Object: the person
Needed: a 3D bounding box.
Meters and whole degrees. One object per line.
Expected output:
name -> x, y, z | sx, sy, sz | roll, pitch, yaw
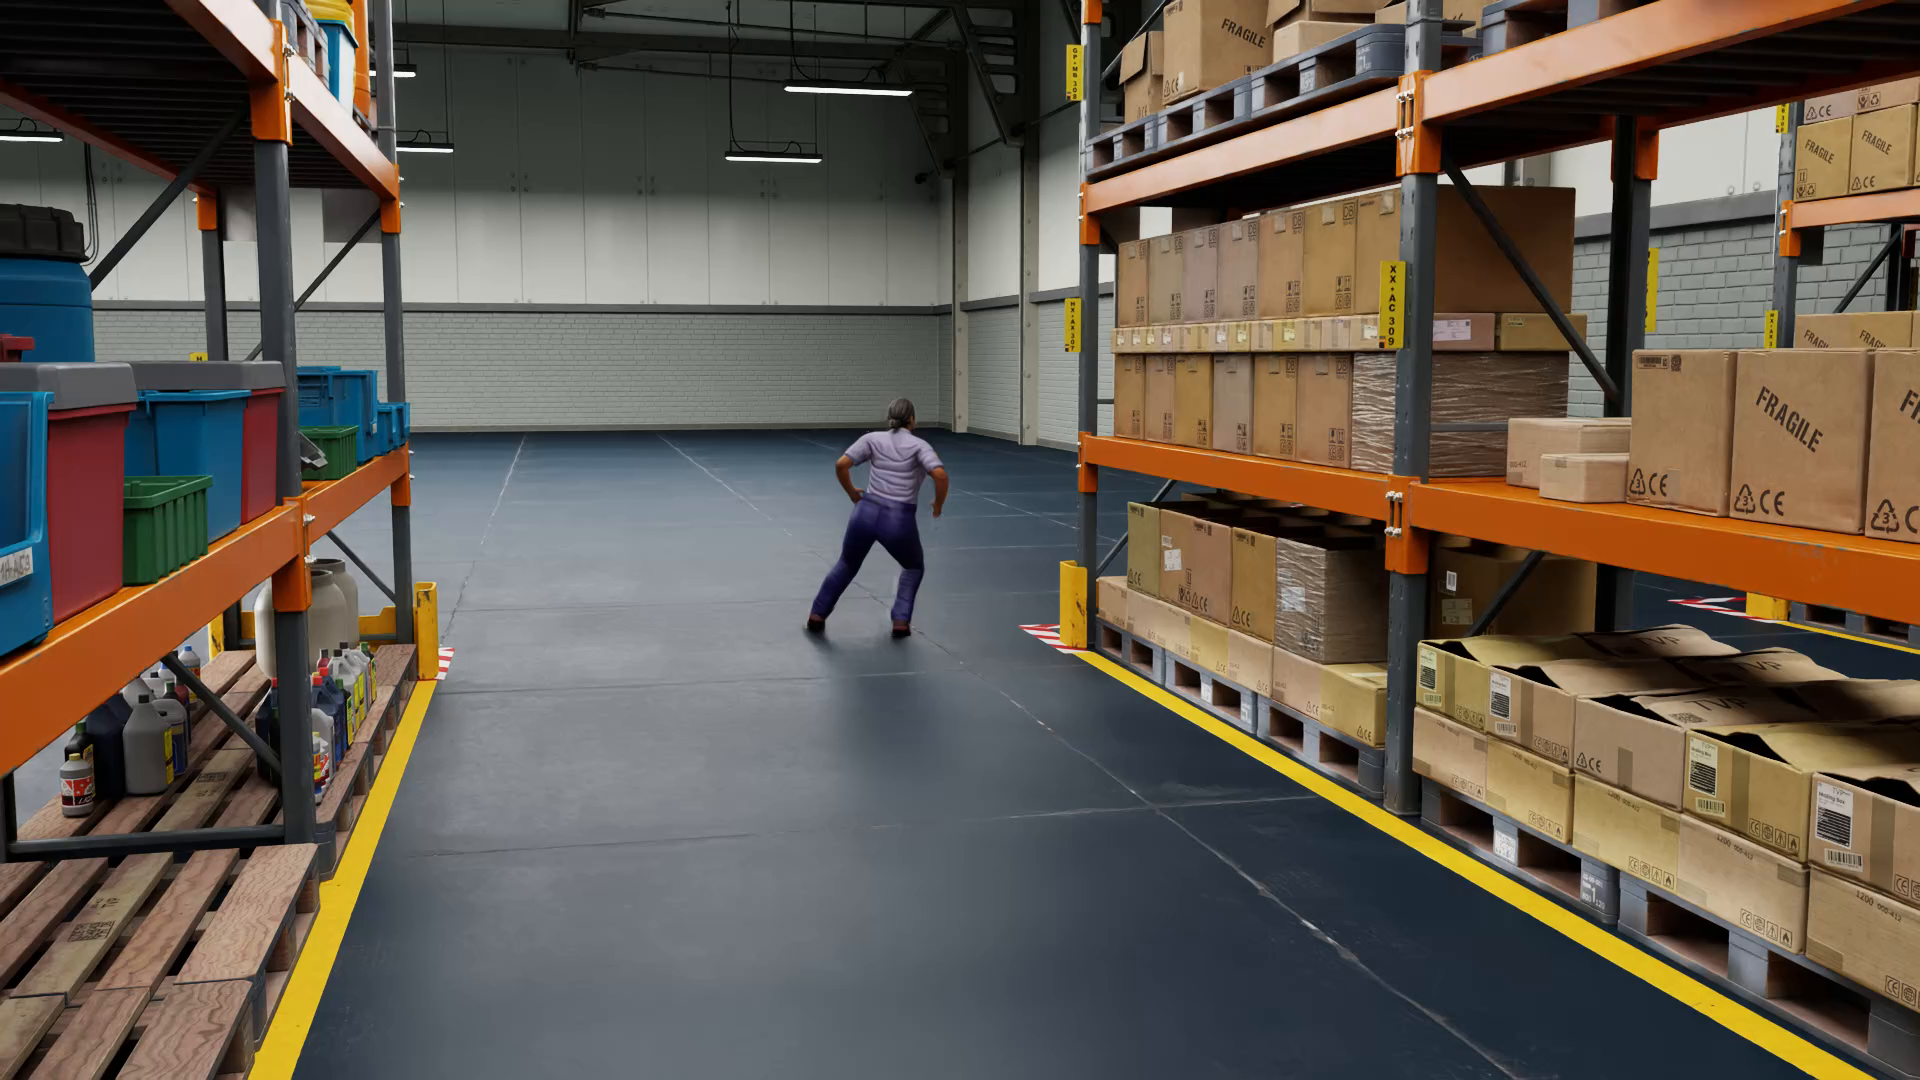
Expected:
person -> -0.536, -0.138, 10.628 | 1.041, 1.544, 0.539 | 1, 6, 13
